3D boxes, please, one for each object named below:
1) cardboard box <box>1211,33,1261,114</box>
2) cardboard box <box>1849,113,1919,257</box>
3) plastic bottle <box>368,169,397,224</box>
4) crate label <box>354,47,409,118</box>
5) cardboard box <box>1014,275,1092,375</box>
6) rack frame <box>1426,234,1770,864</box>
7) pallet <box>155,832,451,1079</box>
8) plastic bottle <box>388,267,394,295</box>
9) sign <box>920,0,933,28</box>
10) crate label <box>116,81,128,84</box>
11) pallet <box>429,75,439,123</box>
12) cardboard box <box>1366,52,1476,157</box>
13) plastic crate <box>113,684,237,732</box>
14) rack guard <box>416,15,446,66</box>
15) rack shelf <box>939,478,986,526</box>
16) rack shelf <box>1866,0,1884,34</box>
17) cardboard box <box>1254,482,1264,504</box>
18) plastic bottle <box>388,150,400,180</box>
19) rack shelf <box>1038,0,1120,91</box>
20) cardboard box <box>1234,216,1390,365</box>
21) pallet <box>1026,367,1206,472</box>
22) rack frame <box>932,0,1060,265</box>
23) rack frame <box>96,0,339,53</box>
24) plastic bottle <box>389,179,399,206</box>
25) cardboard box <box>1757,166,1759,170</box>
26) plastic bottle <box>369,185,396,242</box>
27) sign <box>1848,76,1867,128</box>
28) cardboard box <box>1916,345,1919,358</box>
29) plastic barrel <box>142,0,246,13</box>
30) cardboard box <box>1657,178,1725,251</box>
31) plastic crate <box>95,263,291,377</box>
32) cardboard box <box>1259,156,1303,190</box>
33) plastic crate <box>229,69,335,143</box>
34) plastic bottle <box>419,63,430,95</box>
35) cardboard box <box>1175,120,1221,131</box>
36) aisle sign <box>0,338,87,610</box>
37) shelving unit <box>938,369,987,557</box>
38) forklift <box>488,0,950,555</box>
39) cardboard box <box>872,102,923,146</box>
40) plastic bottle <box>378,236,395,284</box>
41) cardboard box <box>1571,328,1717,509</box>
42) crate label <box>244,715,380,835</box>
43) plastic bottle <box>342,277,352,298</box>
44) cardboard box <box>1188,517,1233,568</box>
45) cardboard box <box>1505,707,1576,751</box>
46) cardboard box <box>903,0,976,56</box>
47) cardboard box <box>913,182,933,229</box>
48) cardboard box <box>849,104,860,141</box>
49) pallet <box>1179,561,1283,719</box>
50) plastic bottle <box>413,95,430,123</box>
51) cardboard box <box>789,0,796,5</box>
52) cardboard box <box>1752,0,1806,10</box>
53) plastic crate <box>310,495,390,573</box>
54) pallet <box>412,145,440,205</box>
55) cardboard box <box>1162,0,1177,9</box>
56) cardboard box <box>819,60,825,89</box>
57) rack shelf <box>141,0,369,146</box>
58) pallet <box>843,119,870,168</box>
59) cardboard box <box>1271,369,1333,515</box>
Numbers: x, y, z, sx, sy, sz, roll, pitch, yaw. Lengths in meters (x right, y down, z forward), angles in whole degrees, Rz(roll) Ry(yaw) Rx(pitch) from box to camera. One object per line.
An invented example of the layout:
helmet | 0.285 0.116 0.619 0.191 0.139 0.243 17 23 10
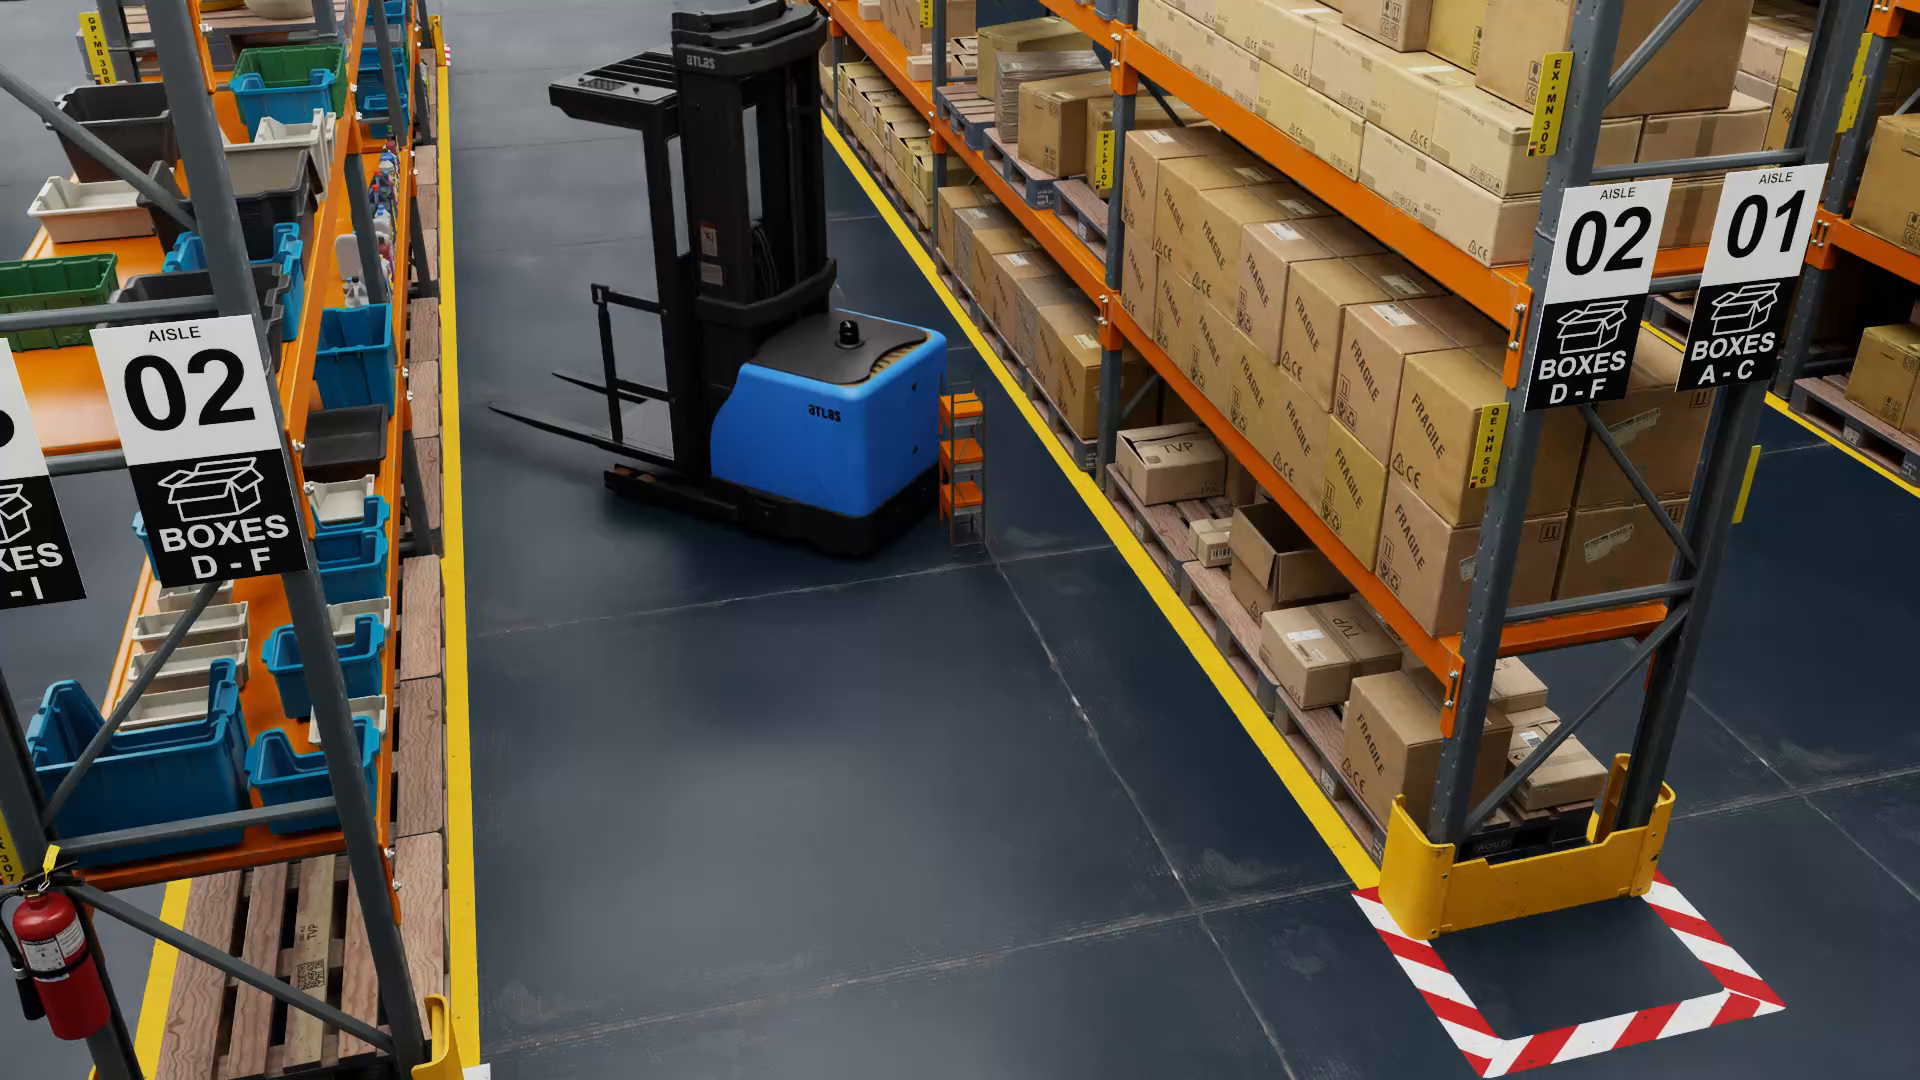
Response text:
cardboard box | 1.492 -2.170 7.660 0.500 0.250 0.500 -8 31 -13
cardboard box | 6.244 -2.214 10.282 0.980 0.700 0.700 -7 31 -13
plastic bottle | -3.673 -2.169 10.552 0.144 0.351 0.185 -8 31 -13
crate label | -4.500 -3.494 12.758 0.502 0.435 0.616 -8 31 -13
cardboard box | 0.678 -1.479 11.367 0.500 0.500 0.500 -7 31 -13
rack frame | 2.403 0.244 6.335 1.000 3.000 0.127 -8 31 -13
pallet | -2.555 1.704 6.595 1.003 0.211 1.213 -8 31 -13
plastic bottle | -3.319 -1.503 9.551 0.097 0.201 0.097 0 30 0
sign | -0.255 -4.046 12.590 0.100 0.325 0.005 -8 31 -13
crate label | -3.584 -1.941 7.377 0.293 0.136 0.466 -8 31 -13
pallet | -6.025 -4.609 17.501 1.003 0.211 1.213 -8 31 -13
cardboard box | 1.887 -1.662 6.283 0.500 0.250 0.500 -8 31 -13
plastic crate | -2.765 0.619 5.890 0.396 0.136 0.243 -8 31 -13
rack guard | -6.555 -5.715 19.124 1.175 0.500 0.348 -8 31 -13
rack shelf | 0.014 -0.179 9.587 0.215 0.259 0.240 -8 31 -13
rack shelf | 5.585 -4.301 11.911 1.077 0.370 4.000 -8 31 -13
cardboard box | 1.923 -0.234 9.567 0.380 0.149 0.250 -8 31 -13
plastic bottle | -3.904 -2.569 11.392 0.097 0.201 0.097 0 30 0
rack shelf | 0.810 -3.641 10.770 1.077 0.370 4.000 -8 31 -13
cardboard box | 1.606 -1.152 7.649 0.500 0.500 0.500 -7 31 -12
pallet | 1.089 -0.869 11.041 1.003 0.211 1.213 -8 31 -13
rack frame | 0.279 -3.620 13.010 1.000 3.000 0.127 -8 31 -13
rack frame | -3.436 -3.628 7.035 1.000 3.000 0.127 -8 31 -13
plastic bottle | -3.749 -2.287 10.905 0.097 0.201 0.097 0 30 0
cardboard box | 5.638 -2.624 11.520 0.380 0.149 0.250 -7 31 -12
plastic bottle | -3.589 -2.015 10.286 0.144 0.351 0.185 -8 31 -13
sign | 5.595 -2.739 10.410 0.100 0.325 0.005 -8 31 -13
cardboard box | 6.131 -1.165 10.197 0.380 0.149 0.250 -7 31 -12
plastic barrel | -3.874 -3.007 8.349 0.600 0.588 0.600 0 30 0
cardboard box | 2.511 -1.271 6.108 0.500 0.250 0.500 -8 31 -13
plastic crate | -2.207 -0.564 4.866 0.497 0.269 0.590 -8 31 -13
cardboard box | 1.863 -1.707 8.607 0.500 0.500 0.500 -8 31 -14
plastic crate | -2.886 -1.860 7.142 0.416 0.233 0.300 -8 31 -13
plastic bottle | -5.586 -4.770 17.203 0.144 0.351 0.185 -7 31 -11
cardboard box | 1.431 -2.172 9.989 0.700 0.500 0.500 -19 35 -30
aisle sign | -2.637 -0.151 4.421 0.394 0.787 0.004 -8 31 -13
shelving unit | 0.014 -0.429 9.442 0.215 1.050 0.252 -8 31 -13
forklift | -1.596 -1.712 9.782 3.031 2.935 1.130 16 34 26
cardboard box | -0.504 -3.811 15.106 0.500 0.311 0.500 -7 31 -12
plastic bottle | -3.357 -1.644 9.712 0.061 0.283 0.133 -8 31 -13
cardboard box | 2.539 -0.482 6.490 0.500 0.500 0.500 -7 31 -12
crate label | -2.122 0.784 5.508 0.416 0.233 0.303 -8 31 -13
plastic bottle | -3.404 -1.371 9.322 0.097 0.201 0.097 0 30 0
cardboard box | 1.483 -0.004 9.152 0.380 0.166 0.250 -8 31 -13
cardboard box | 2.557 0.911 7.571 0.380 0.166 0.250 -8 31 -13
cardboard box | -0.182 -4.472 14.381 0.500 0.500 0.500 -10 31 -16
cardboard box | -0.095 -2.833 13.977 0.500 0.250 0.500 -7 31 -12
cardboard box | -0.780 -4.069 16.111 0.500 0.250 0.500 -7 31 -12
pallet | 1.850 0.441 8.778 1.003 0.211 1.213 -8 31 -13
plastic bottle | -5.333 -4.271 16.415 0.152 0.276 0.135 -7 31 -11
cardboard box | -1.637 -6.031 18.752 0.500 0.500 0.500 -8 31 -13
cardboard box | 5.828 -3.856 12.253 0.500 0.250 0.500 -9 31 -14
plastic crate | -2.551 0.003 6.857 0.416 0.233 0.300 -8 31 -13
pallet | -5.313 -3.314 15.265 1.003 0.211 1.213 -8 31 -13
cardboard box | 1.231 -2.870 8.370 0.500 0.250 0.500 -8 31 -13
cardboard box | -1.239 -4.981 17.688 0.500 0.250 0.500 -8 31 -13
rack shelf | -3.967 -2.984 9.635 1.077 0.370 4.000 -8 31 -13
pallet | -0.549 -3.995 16.440 1.003 0.211 1.213 -8 31 -13
cardboard box | 1.753 -0.471 7.470 0.500 0.500 0.500 -8 31 -13
